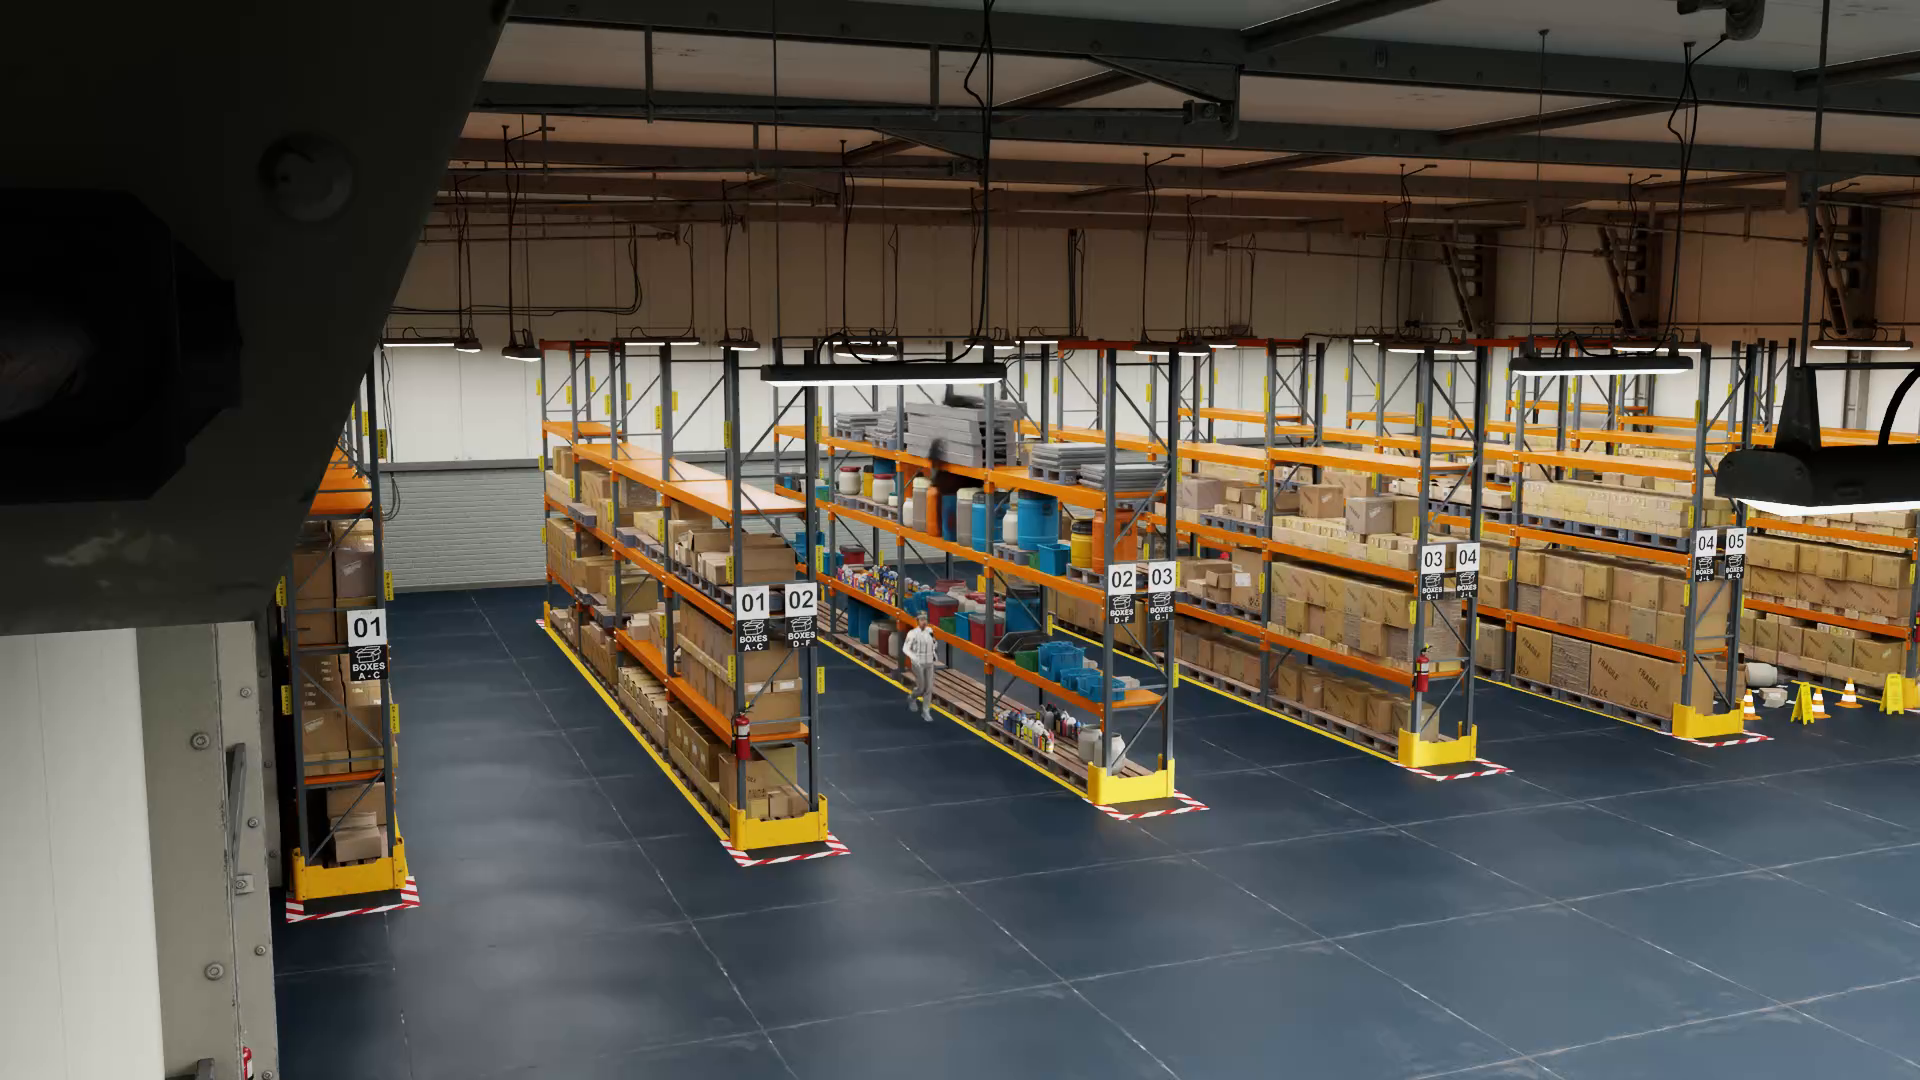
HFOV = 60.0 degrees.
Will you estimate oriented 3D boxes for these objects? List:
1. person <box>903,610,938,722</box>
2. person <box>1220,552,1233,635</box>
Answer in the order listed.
[{"bbox_3d":[-0.571,1.908,25.554,0.617,1.695,0.664,-4,8,-27],"label":"person"},{"bbox_3d":[5.217,1.134,33.171,0.637,1.796,0.921,-4,8,-28],"label":"person"}]
